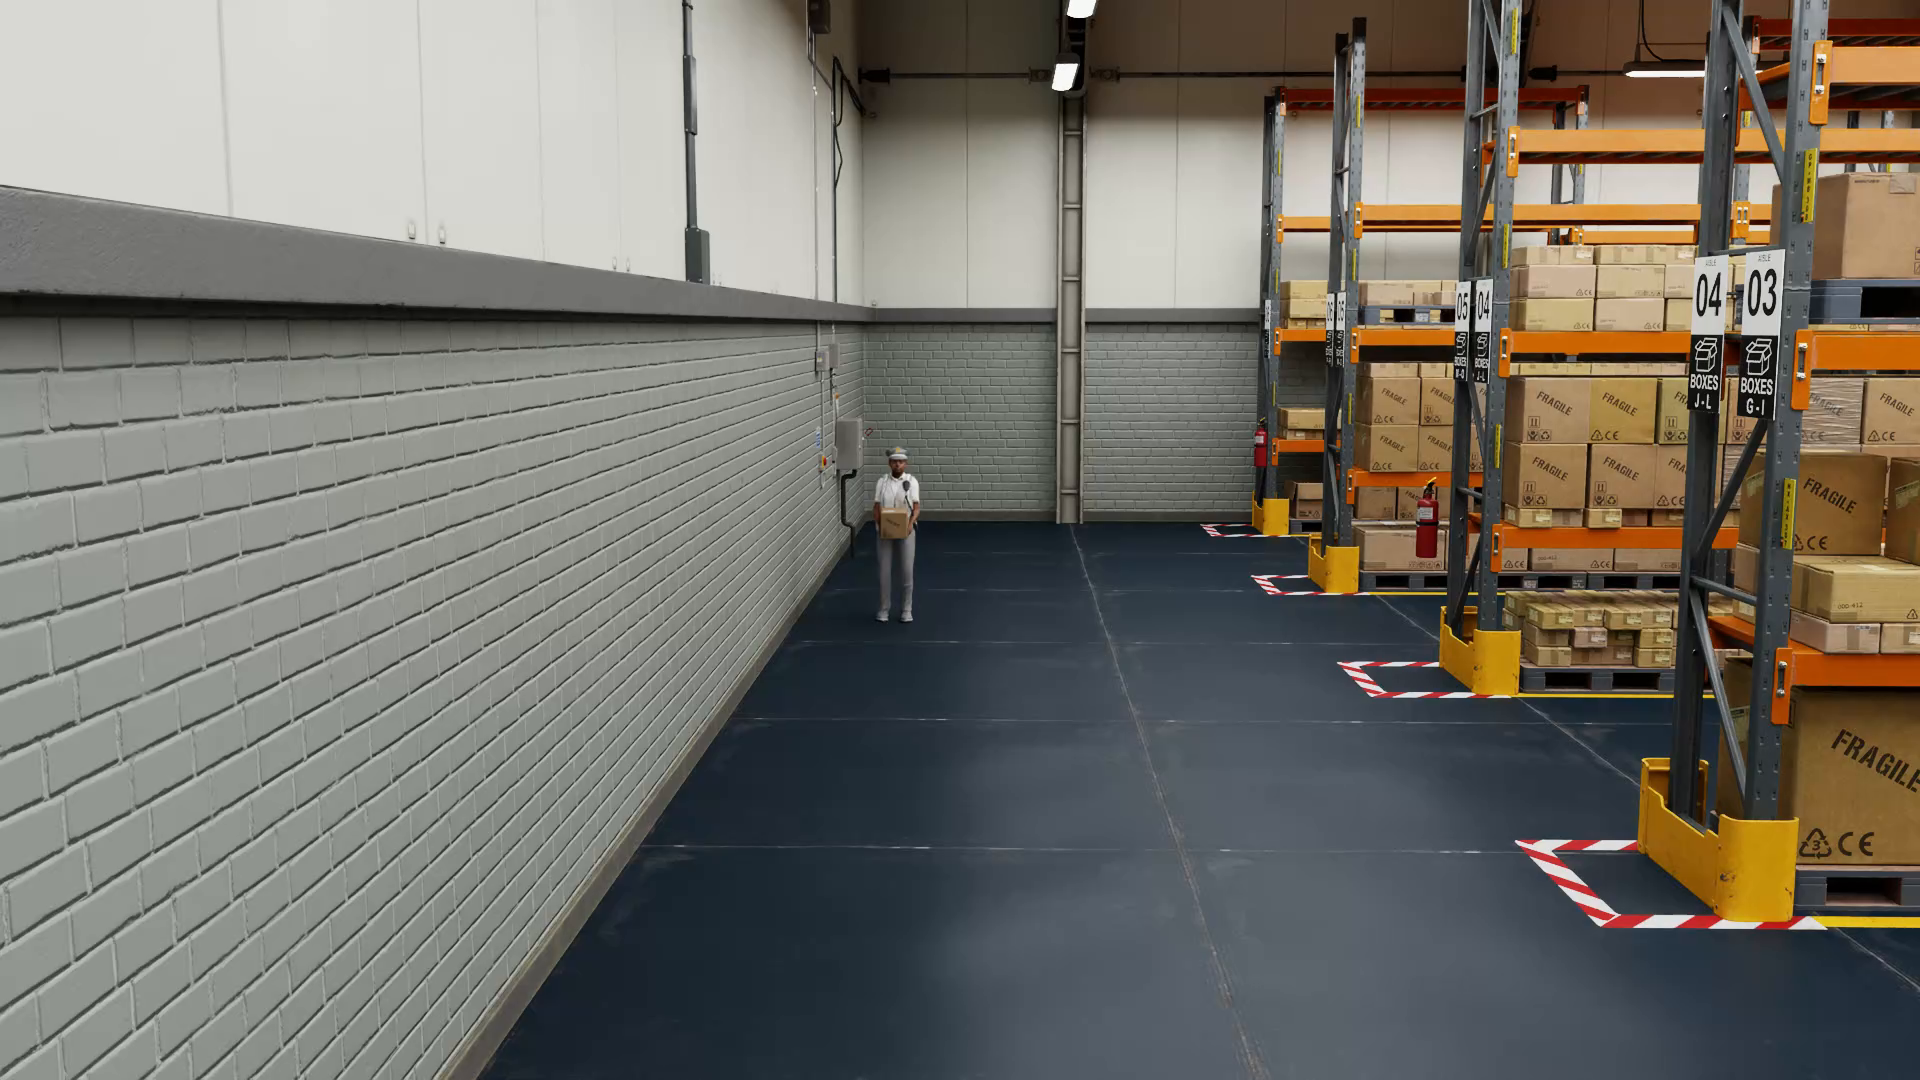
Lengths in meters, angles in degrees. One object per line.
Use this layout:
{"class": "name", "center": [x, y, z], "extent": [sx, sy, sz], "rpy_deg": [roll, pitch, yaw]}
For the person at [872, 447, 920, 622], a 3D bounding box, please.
{"class": "person", "center": [-0.618, -0.058, 16.099], "extent": [0.464, 1.692, 0.507], "rpy_deg": [0, 7, 1]}
